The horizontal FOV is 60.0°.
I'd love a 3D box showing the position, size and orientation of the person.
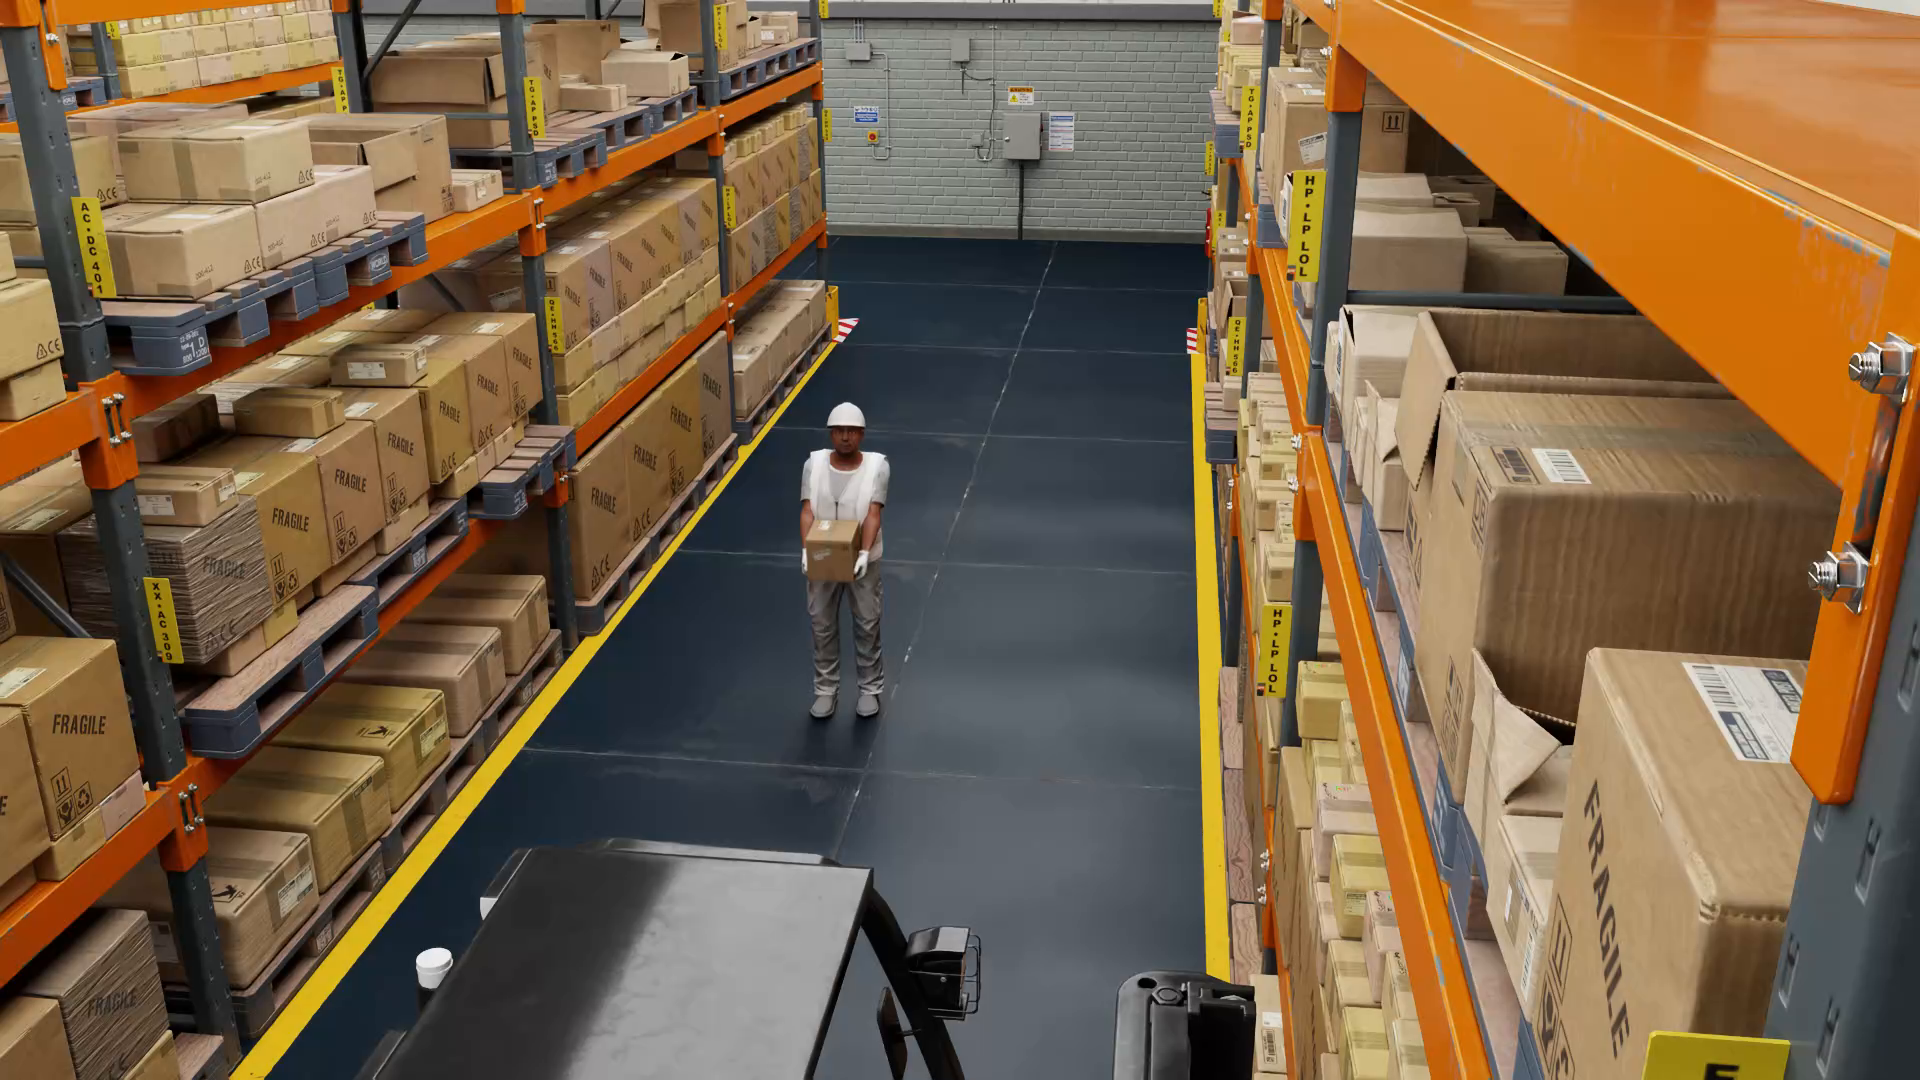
[{"bbox_3d":[-0.644,0.146,9.180,0.487,1.779,0.584,2,21,6],"label":"person"}]
